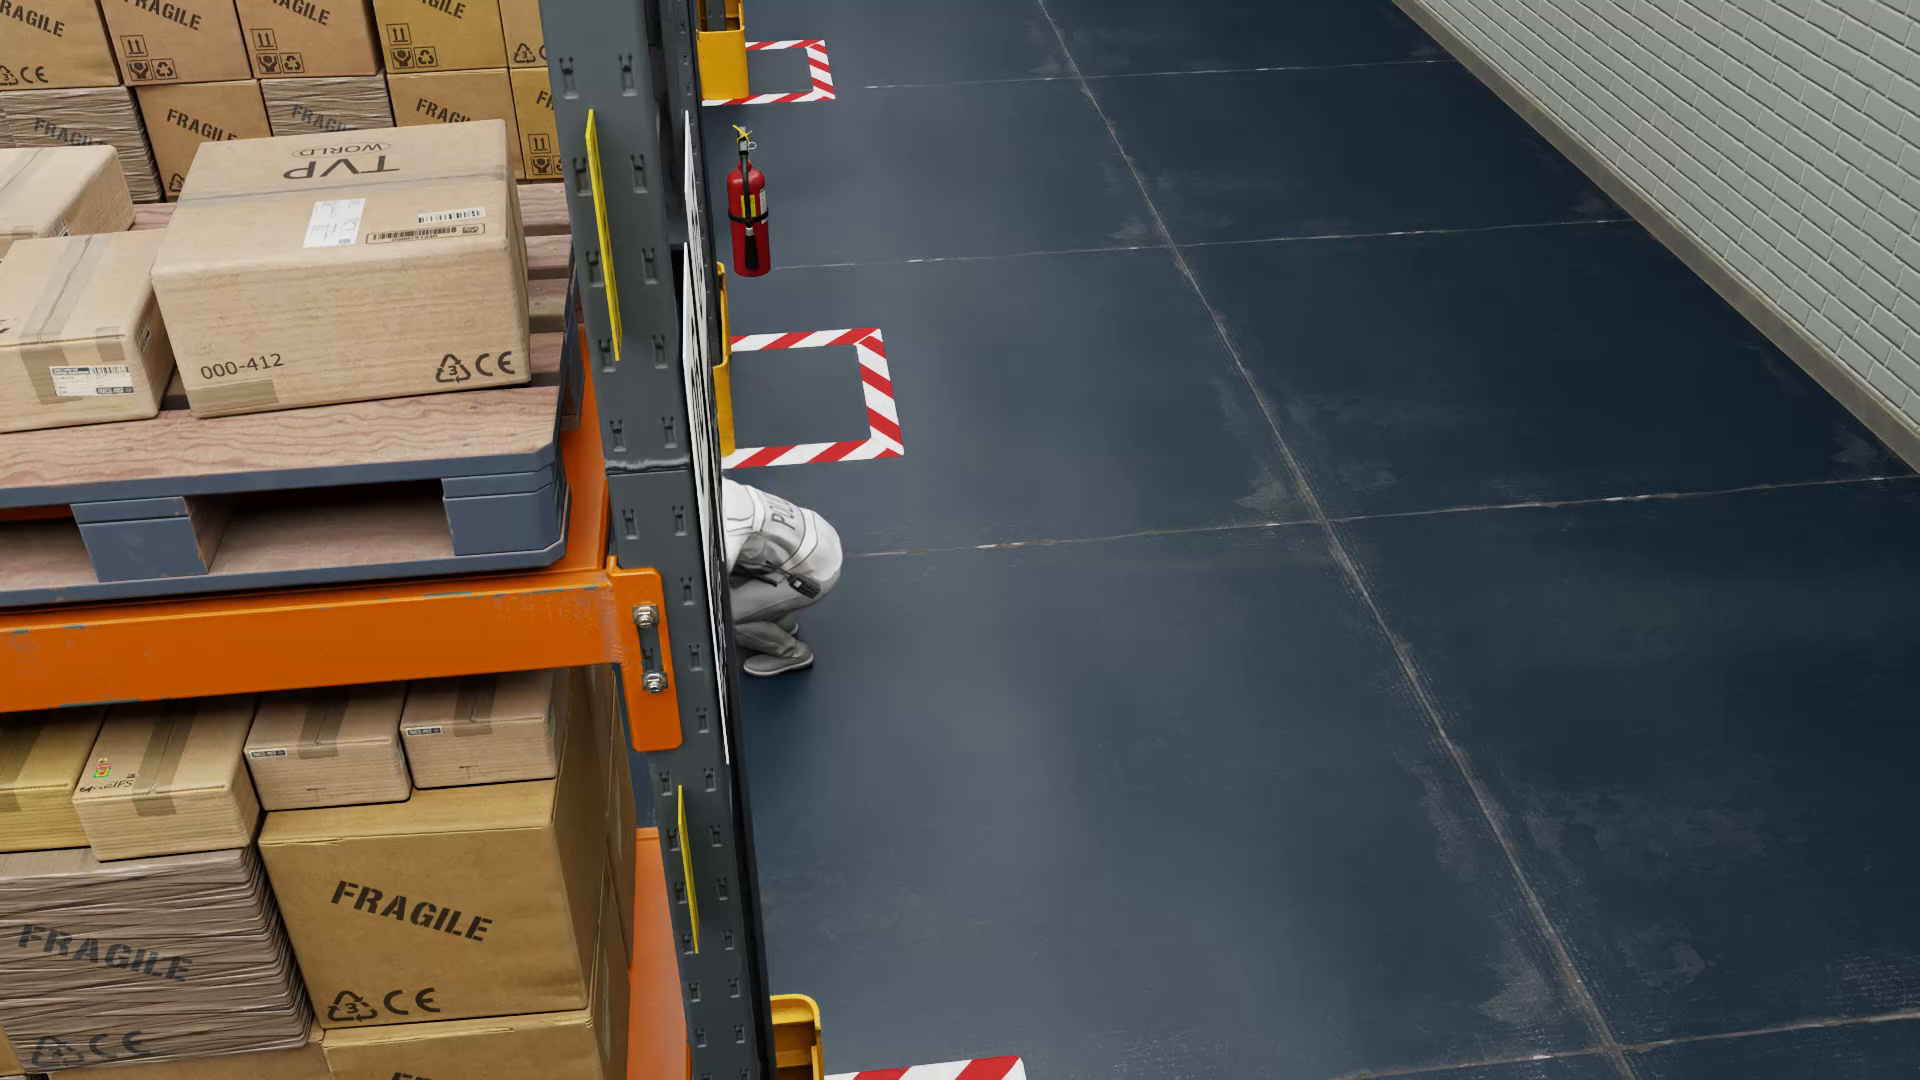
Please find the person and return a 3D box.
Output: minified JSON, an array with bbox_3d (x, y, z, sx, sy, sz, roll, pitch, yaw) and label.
[{"bbox_3d":[-0.883,0.083,6.646,0.824,0.964,0.495,-4,35,-6],"label":"person"}]
